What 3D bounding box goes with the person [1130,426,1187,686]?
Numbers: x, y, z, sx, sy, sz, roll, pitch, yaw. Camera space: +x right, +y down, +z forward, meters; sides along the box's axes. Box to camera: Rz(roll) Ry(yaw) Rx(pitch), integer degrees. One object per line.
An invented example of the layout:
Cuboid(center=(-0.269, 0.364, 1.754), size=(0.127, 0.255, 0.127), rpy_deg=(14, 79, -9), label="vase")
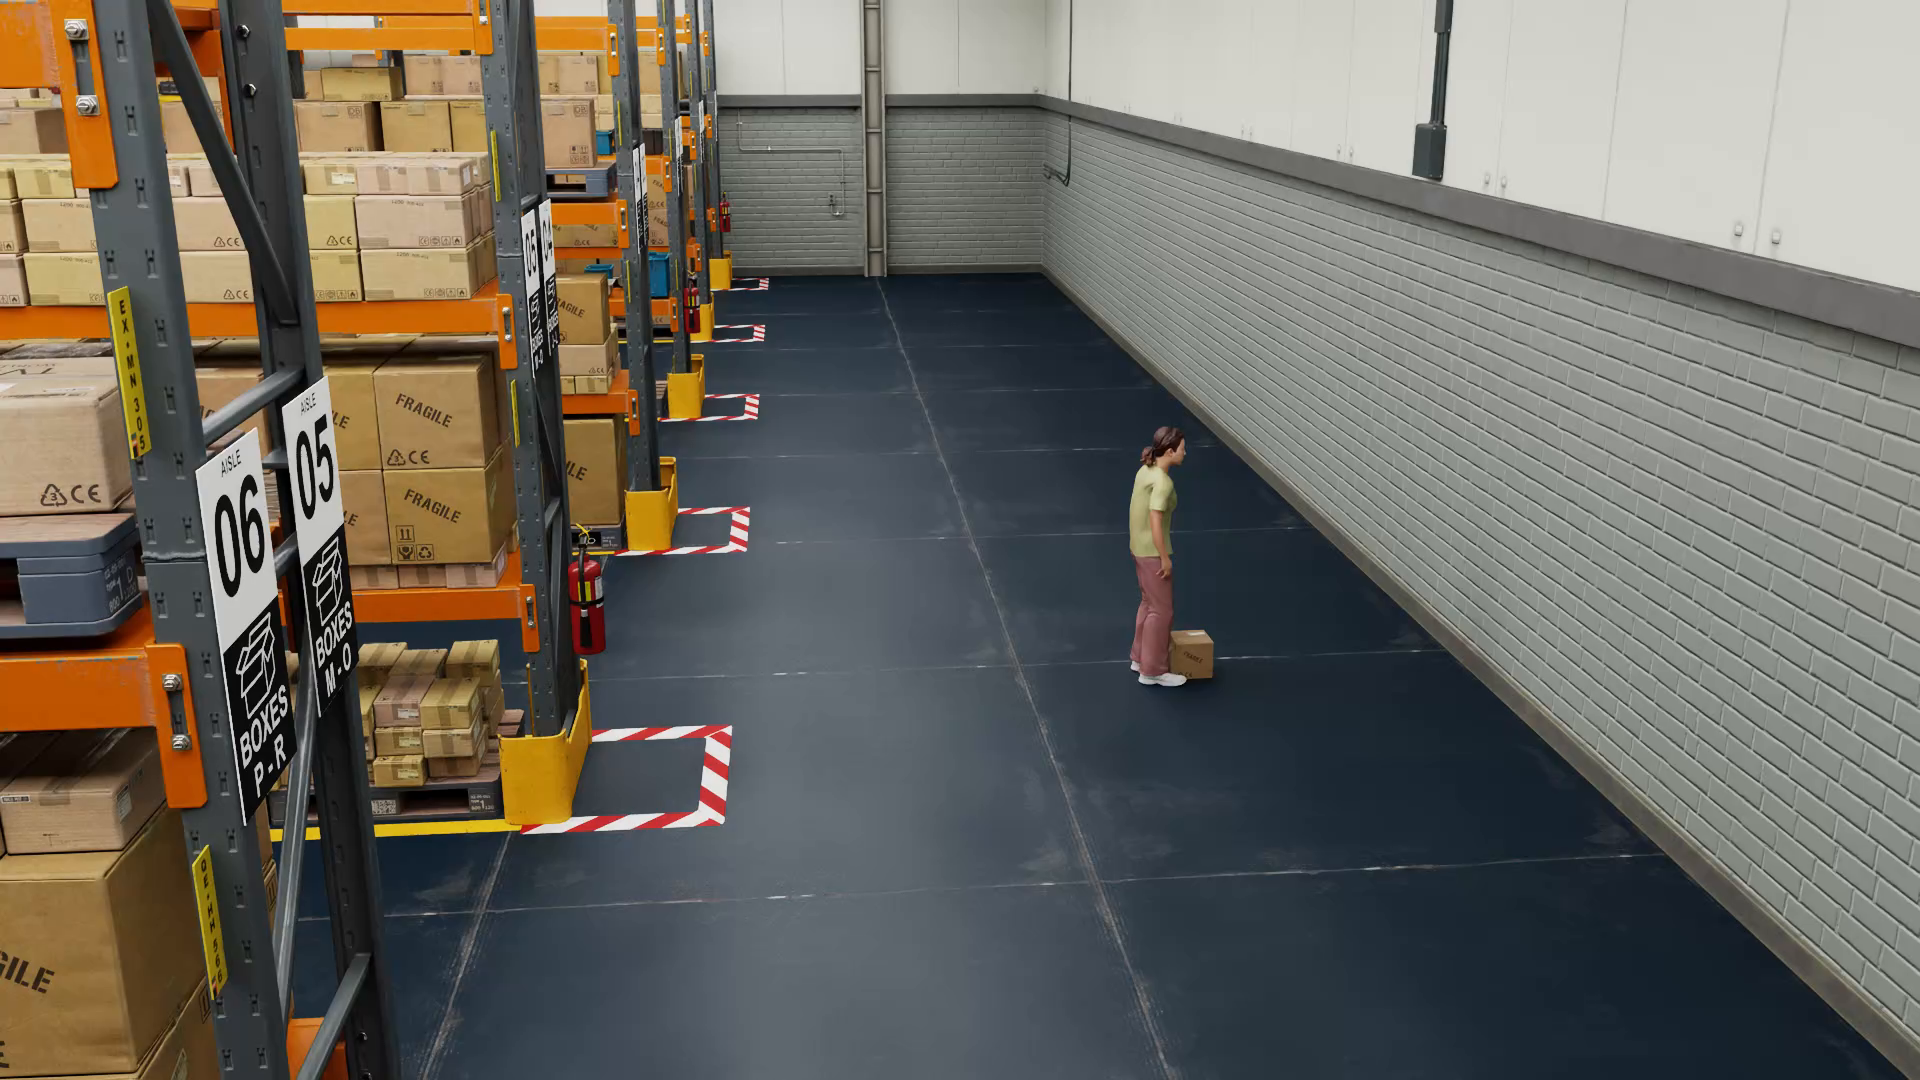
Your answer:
Cuboid(center=(1.276, 0.086, 10.757), size=(0.354, 1.673, 0.499), rpy_deg=(-2, 17, -6), label="person")
